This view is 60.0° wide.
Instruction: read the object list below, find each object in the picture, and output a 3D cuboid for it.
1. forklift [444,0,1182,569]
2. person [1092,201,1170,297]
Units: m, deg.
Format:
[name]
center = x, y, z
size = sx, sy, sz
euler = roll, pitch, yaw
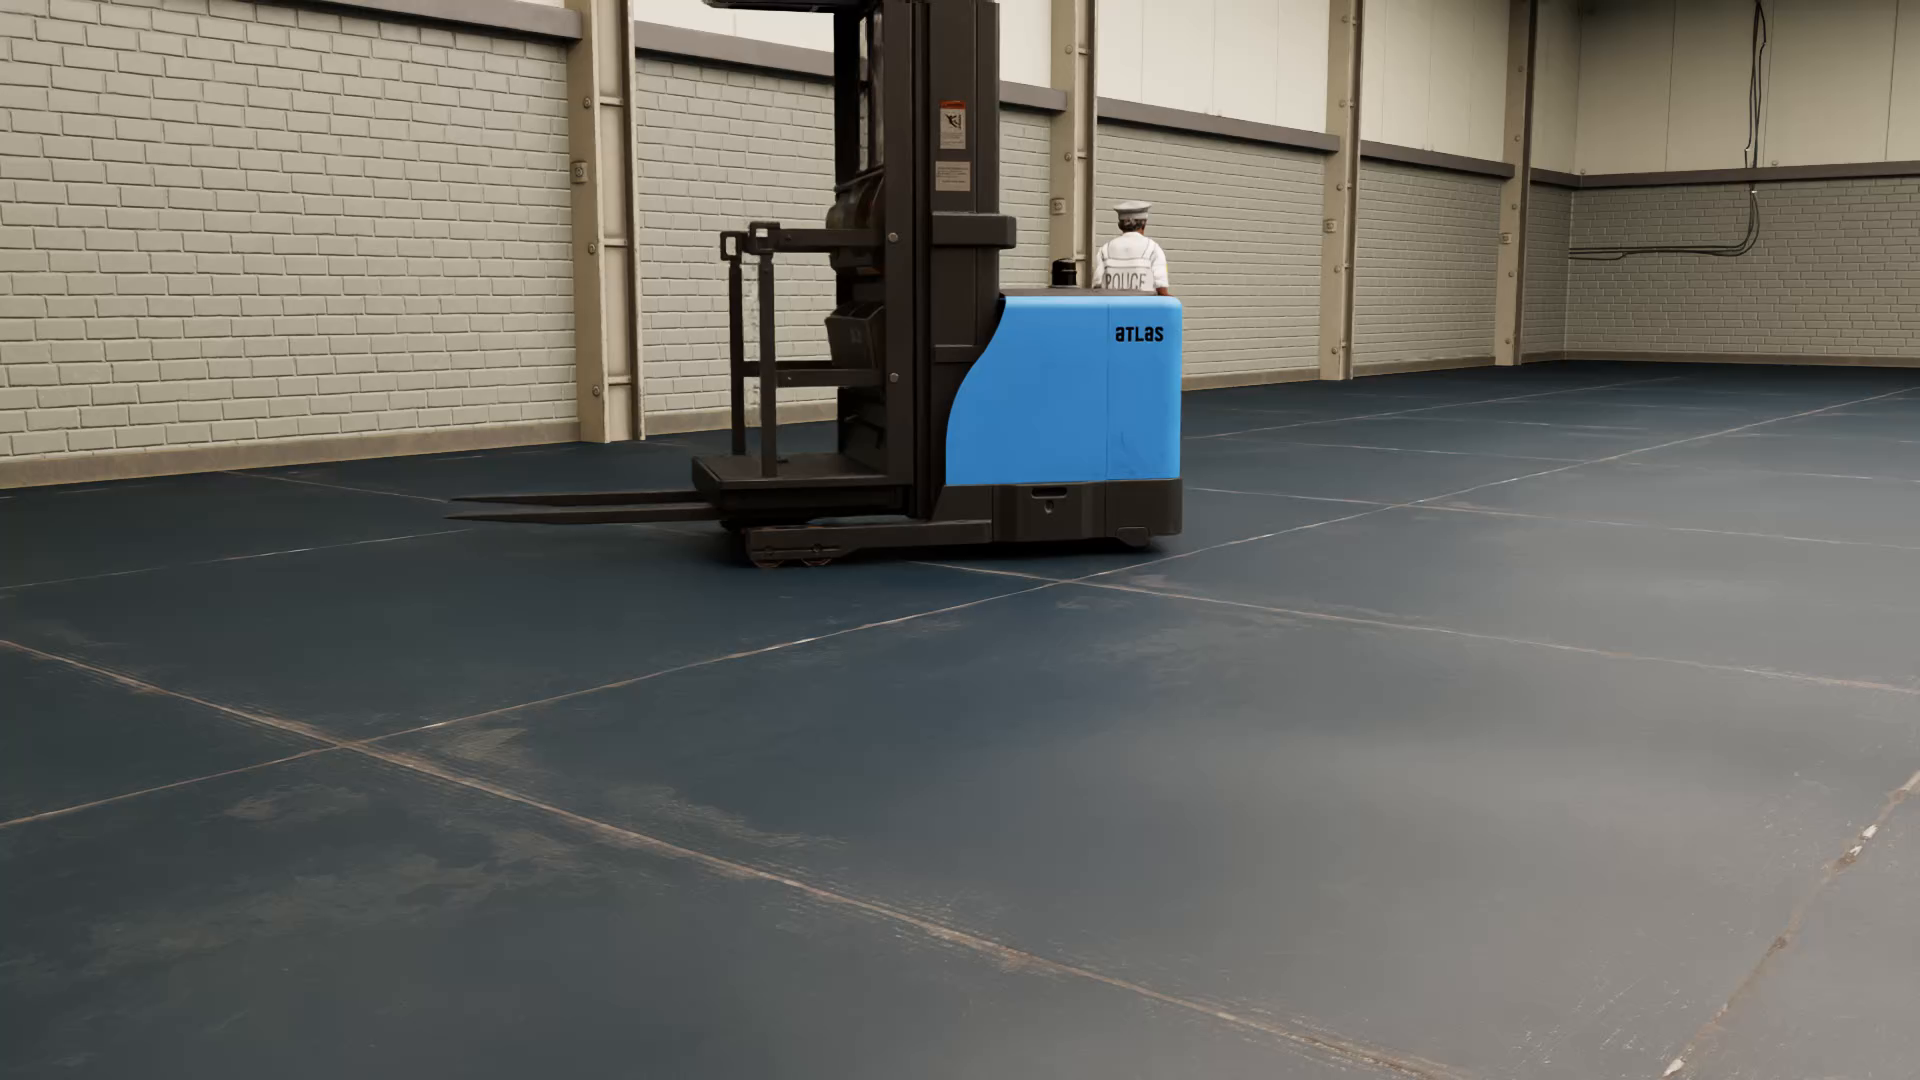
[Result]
[forklift]
center = -0.626, -1.420, 6.986
size = 3.031, 2.935, 1.130
euler = -2, 9, -14
[person]
center = 1.065, -1.251, 10.293
size = 0.510, 1.674, 0.419
euler = 3, 9, 20
